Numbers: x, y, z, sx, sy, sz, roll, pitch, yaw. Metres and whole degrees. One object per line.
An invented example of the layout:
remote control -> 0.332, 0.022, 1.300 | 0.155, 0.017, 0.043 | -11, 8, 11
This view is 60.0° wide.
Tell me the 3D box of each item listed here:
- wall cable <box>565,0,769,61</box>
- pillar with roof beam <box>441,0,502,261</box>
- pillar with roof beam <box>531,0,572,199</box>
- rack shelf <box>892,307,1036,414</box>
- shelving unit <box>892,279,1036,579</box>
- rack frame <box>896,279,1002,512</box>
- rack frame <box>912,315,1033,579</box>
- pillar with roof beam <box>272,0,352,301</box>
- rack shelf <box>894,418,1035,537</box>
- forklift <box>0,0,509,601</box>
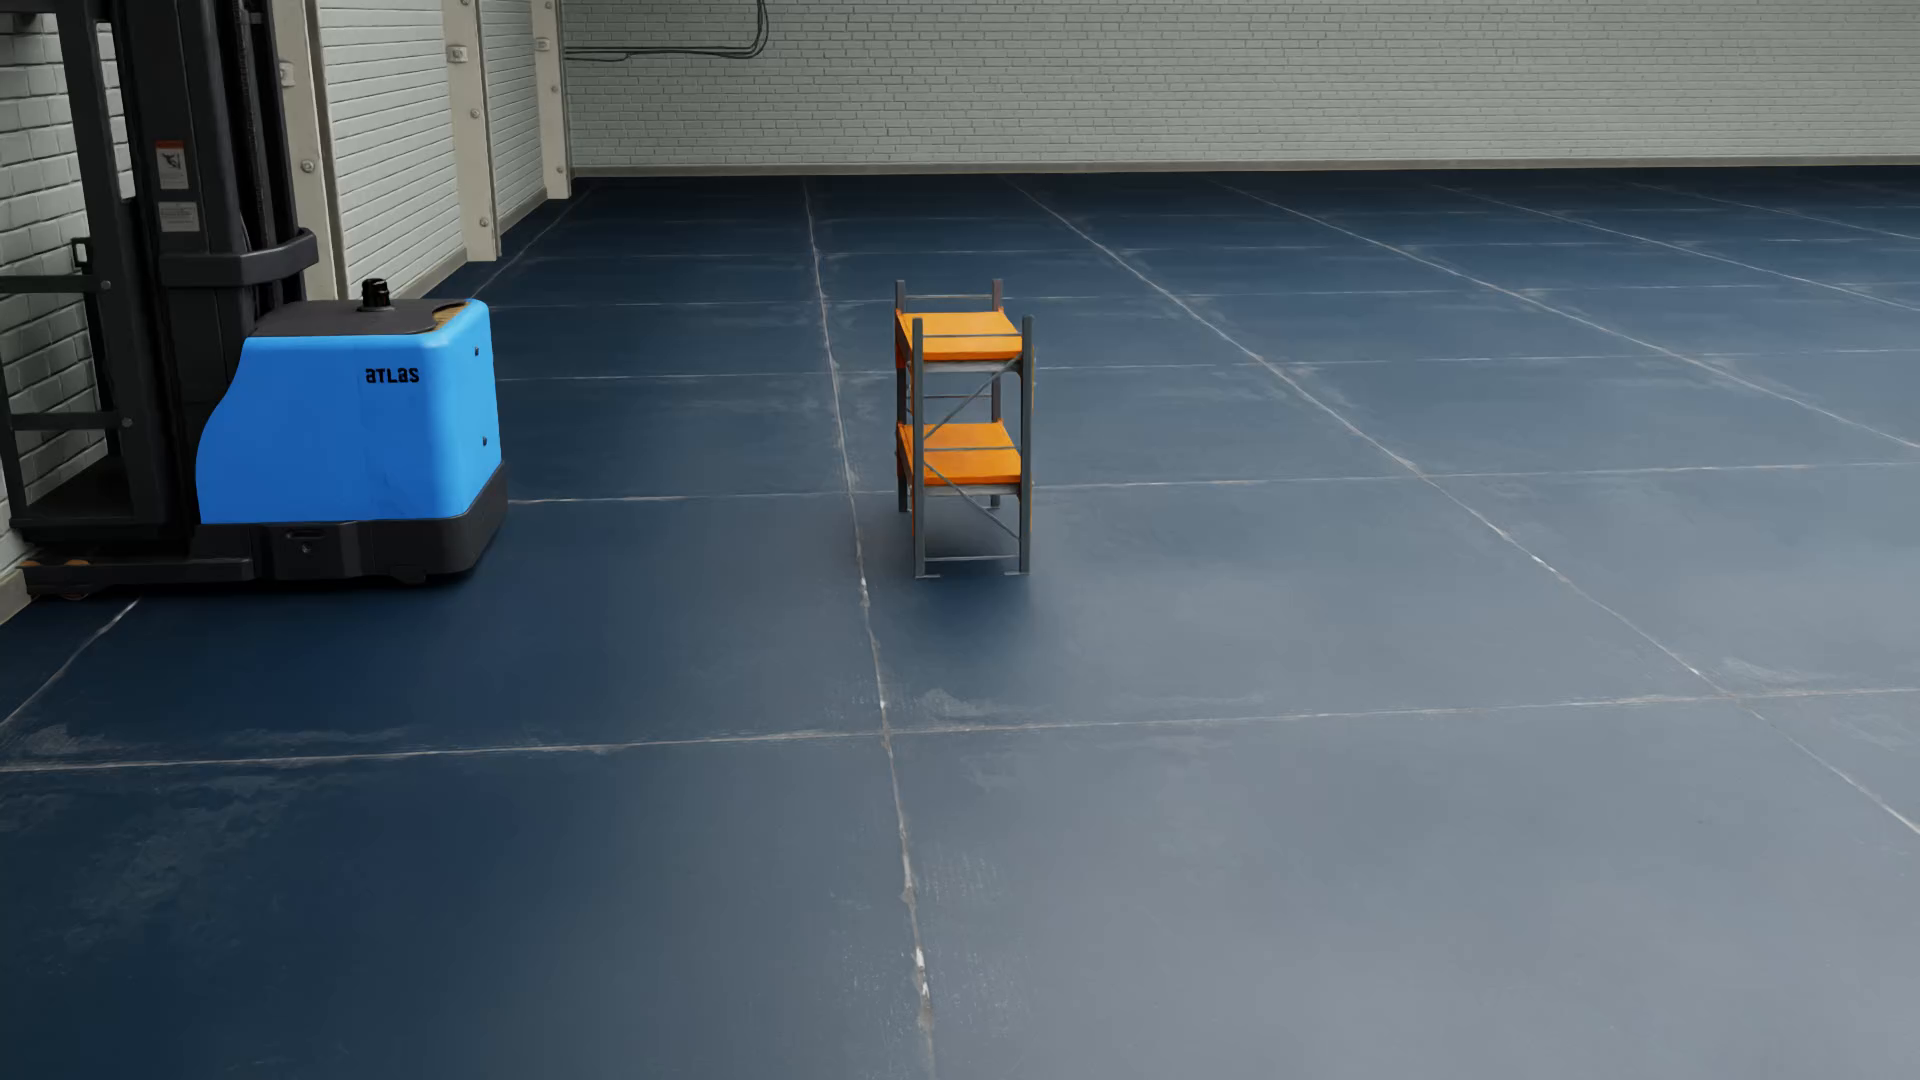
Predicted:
wall cable -> -4.389, -8.340, 24.401 | 3.097, 2.526, 0.112 | -2, 18, -6
pillar with roof beam -> -0.499, -7.248, 15.740 | 9.100, 9.000, 0.400 | -2, 18, -6
pillar with roof beam -> -1.118, -9.036, 21.434 | 9.100, 9.000, 0.400 | -2, 18, -6
rack shelf -> 0.001, -0.814, 7.415 | 0.538, 0.278, 1.000 | -2, 18, -6
shelving unit -> 0.001, -0.535, 7.502 | 0.538, 1.125, 1.048 | -2, 18, -6
rack frame -> -0.052, -0.686, 7.985 | 0.500, 1.125, 0.032 | -2, 18, -6
rack frame -> 0.053, -0.383, 7.020 | 0.500, 1.125, 0.032 | -2, 18, -6
pillar with roof beam -> 0.120, -5.460, 10.046 | 9.100, 9.000, 0.400 | -2, 18, -6
rack shelf -> 0.001, -0.301, 7.575 | 0.538, 0.278, 1.000 | -2, 18, -6
forklift -> -3.618, -1.309, 6.953 | 3.031, 2.935, 1.130 | -1, 17, -5
